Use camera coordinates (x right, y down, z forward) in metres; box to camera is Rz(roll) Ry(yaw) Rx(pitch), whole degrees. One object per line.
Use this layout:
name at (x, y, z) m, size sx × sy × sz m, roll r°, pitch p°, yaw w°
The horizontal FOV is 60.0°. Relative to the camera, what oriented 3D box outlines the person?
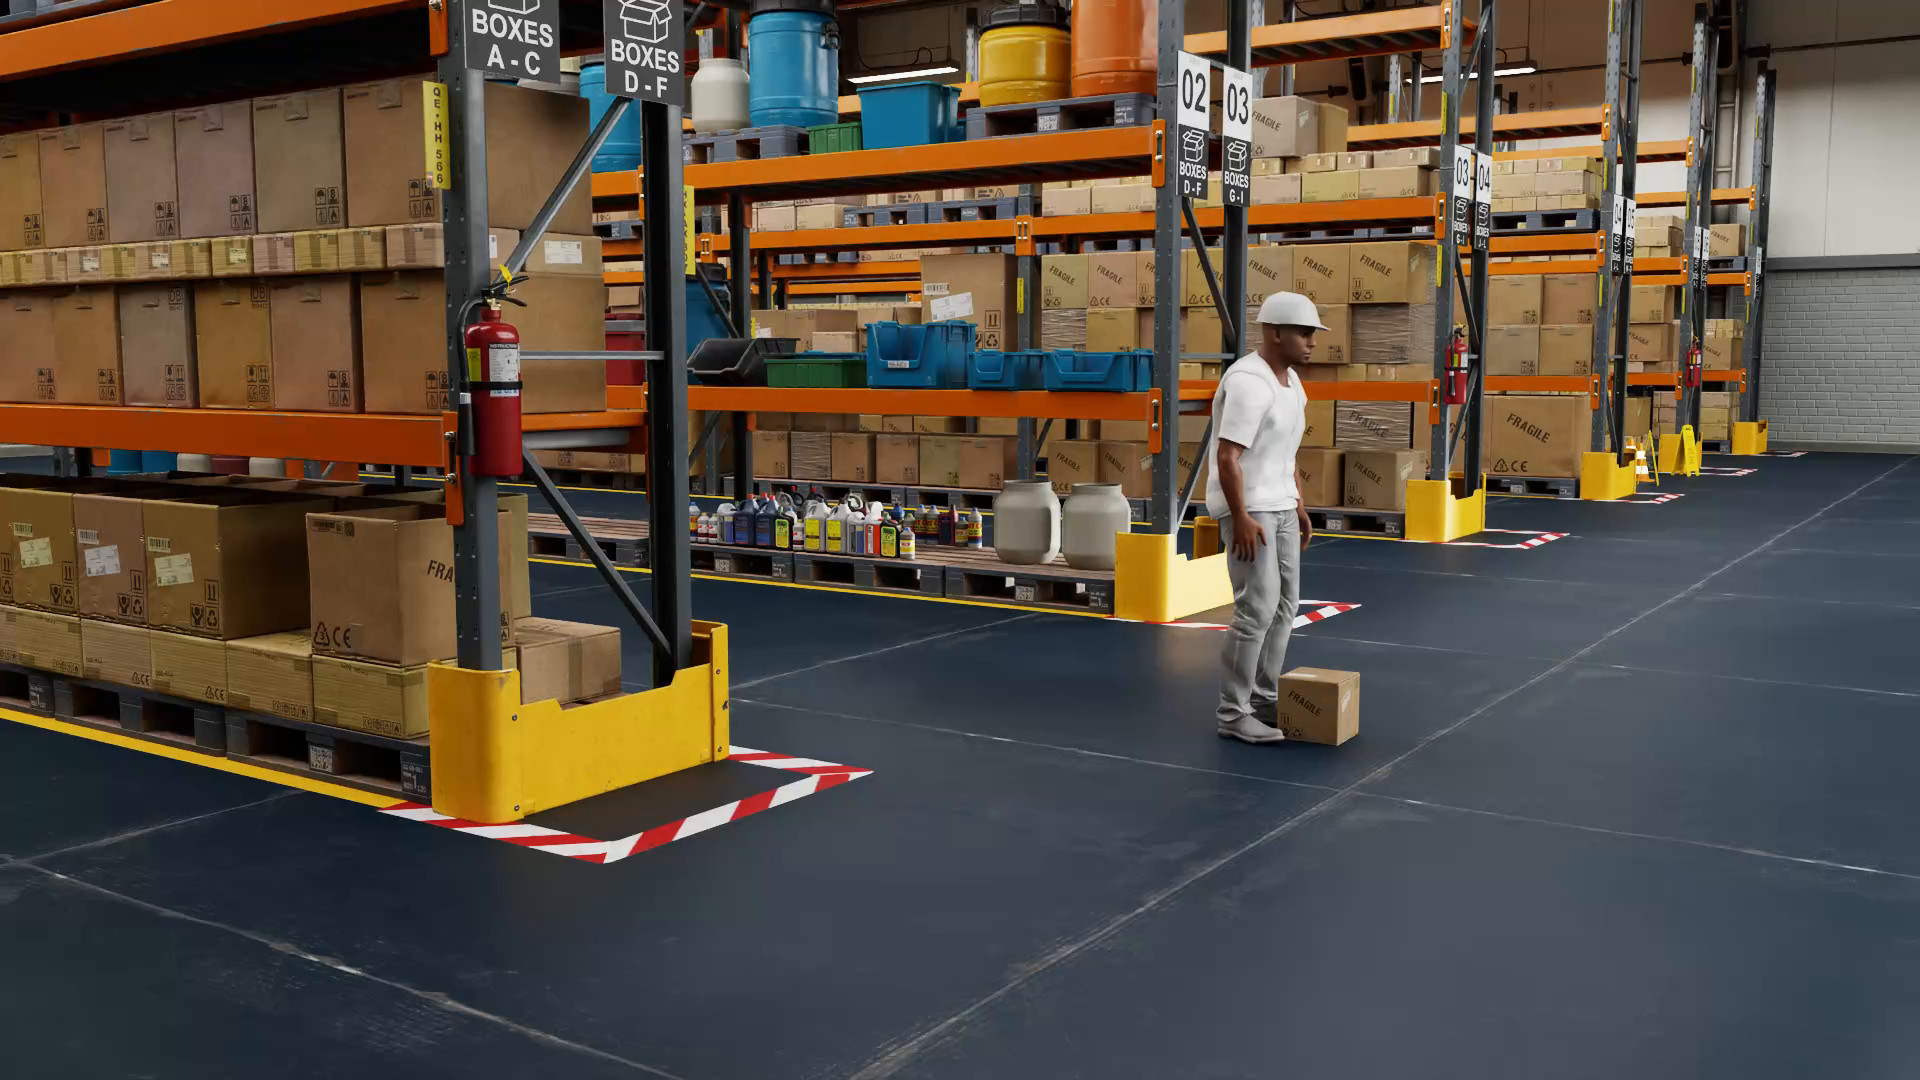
person at (1.228, -0.104, 6.643) m, size 0.456 × 1.761 × 0.628 m, roll 4°, pitch 8°, yaw 34°
